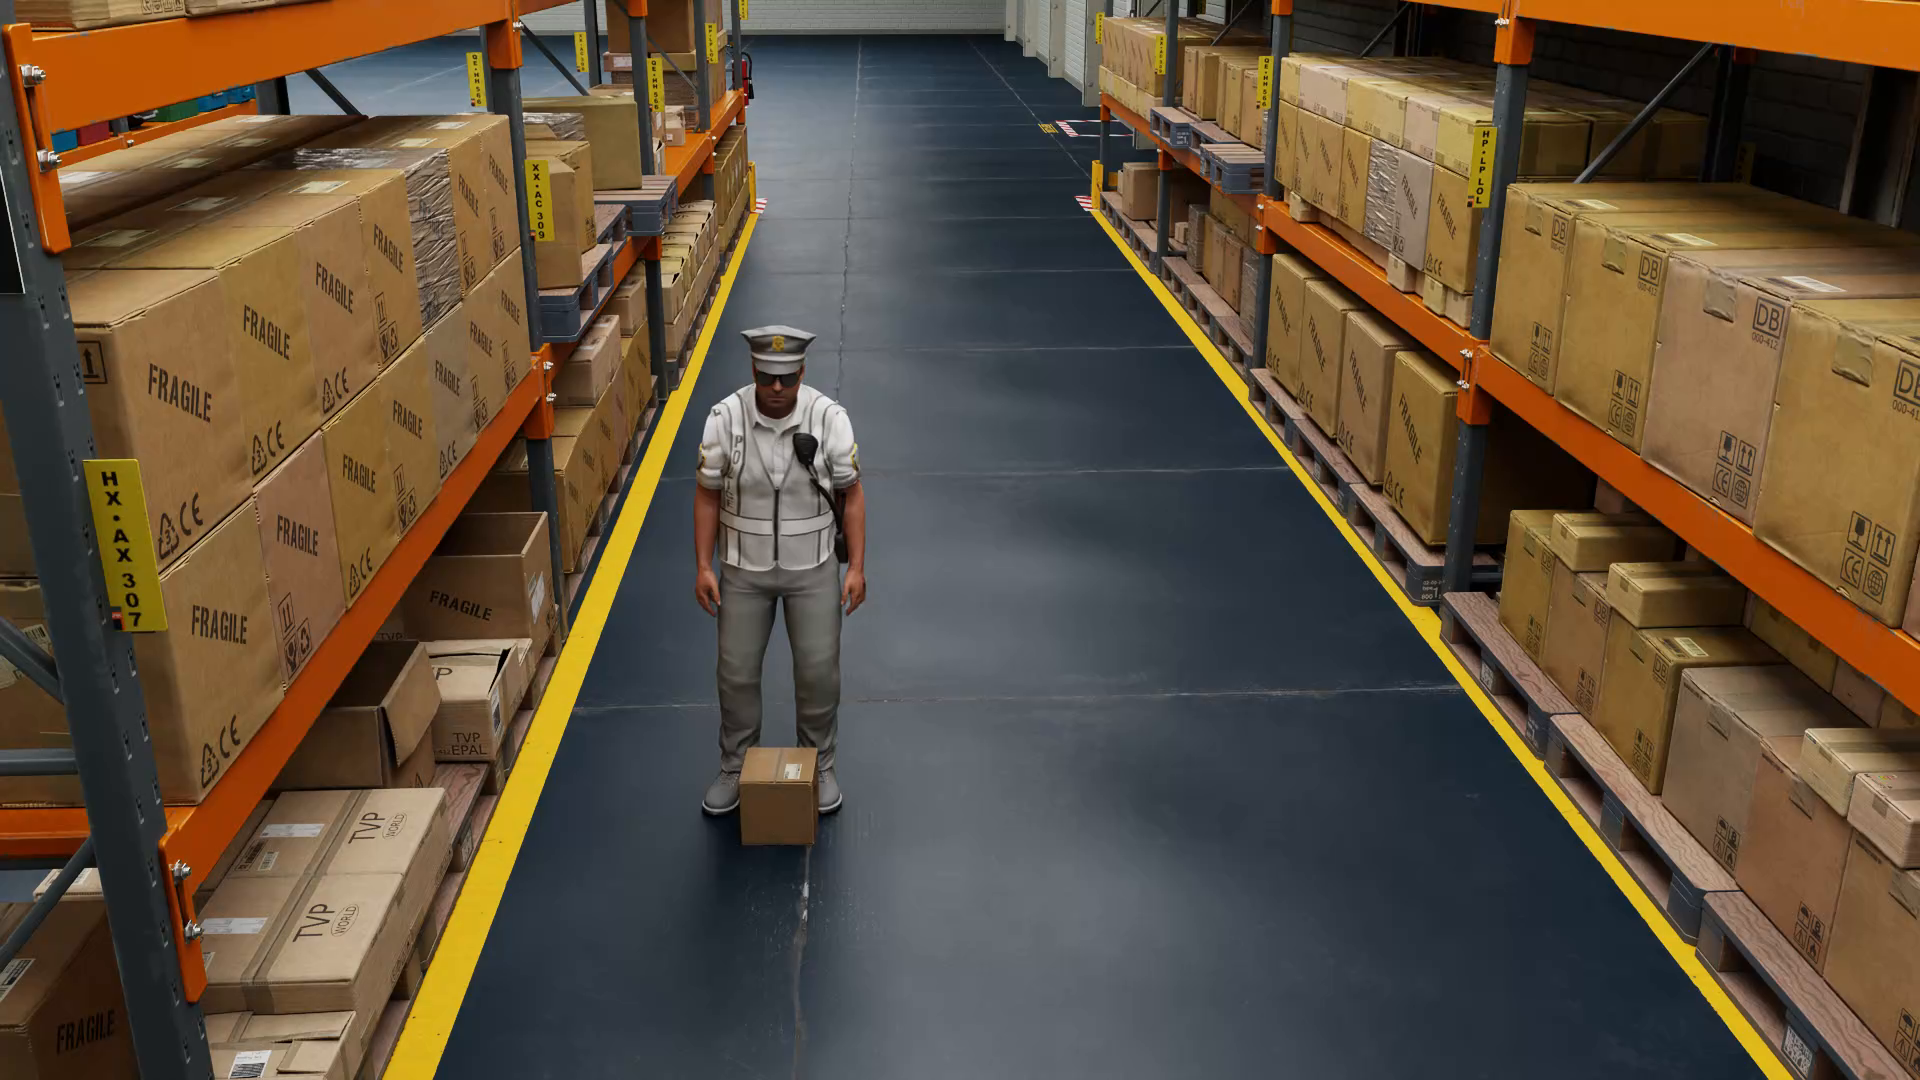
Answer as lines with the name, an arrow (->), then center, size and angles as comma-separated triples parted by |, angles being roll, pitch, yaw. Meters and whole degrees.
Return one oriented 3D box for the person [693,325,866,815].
person -> -0.629, 0.093, 5.807 | 0.605, 1.751, 0.428 | -1, 20, -3
